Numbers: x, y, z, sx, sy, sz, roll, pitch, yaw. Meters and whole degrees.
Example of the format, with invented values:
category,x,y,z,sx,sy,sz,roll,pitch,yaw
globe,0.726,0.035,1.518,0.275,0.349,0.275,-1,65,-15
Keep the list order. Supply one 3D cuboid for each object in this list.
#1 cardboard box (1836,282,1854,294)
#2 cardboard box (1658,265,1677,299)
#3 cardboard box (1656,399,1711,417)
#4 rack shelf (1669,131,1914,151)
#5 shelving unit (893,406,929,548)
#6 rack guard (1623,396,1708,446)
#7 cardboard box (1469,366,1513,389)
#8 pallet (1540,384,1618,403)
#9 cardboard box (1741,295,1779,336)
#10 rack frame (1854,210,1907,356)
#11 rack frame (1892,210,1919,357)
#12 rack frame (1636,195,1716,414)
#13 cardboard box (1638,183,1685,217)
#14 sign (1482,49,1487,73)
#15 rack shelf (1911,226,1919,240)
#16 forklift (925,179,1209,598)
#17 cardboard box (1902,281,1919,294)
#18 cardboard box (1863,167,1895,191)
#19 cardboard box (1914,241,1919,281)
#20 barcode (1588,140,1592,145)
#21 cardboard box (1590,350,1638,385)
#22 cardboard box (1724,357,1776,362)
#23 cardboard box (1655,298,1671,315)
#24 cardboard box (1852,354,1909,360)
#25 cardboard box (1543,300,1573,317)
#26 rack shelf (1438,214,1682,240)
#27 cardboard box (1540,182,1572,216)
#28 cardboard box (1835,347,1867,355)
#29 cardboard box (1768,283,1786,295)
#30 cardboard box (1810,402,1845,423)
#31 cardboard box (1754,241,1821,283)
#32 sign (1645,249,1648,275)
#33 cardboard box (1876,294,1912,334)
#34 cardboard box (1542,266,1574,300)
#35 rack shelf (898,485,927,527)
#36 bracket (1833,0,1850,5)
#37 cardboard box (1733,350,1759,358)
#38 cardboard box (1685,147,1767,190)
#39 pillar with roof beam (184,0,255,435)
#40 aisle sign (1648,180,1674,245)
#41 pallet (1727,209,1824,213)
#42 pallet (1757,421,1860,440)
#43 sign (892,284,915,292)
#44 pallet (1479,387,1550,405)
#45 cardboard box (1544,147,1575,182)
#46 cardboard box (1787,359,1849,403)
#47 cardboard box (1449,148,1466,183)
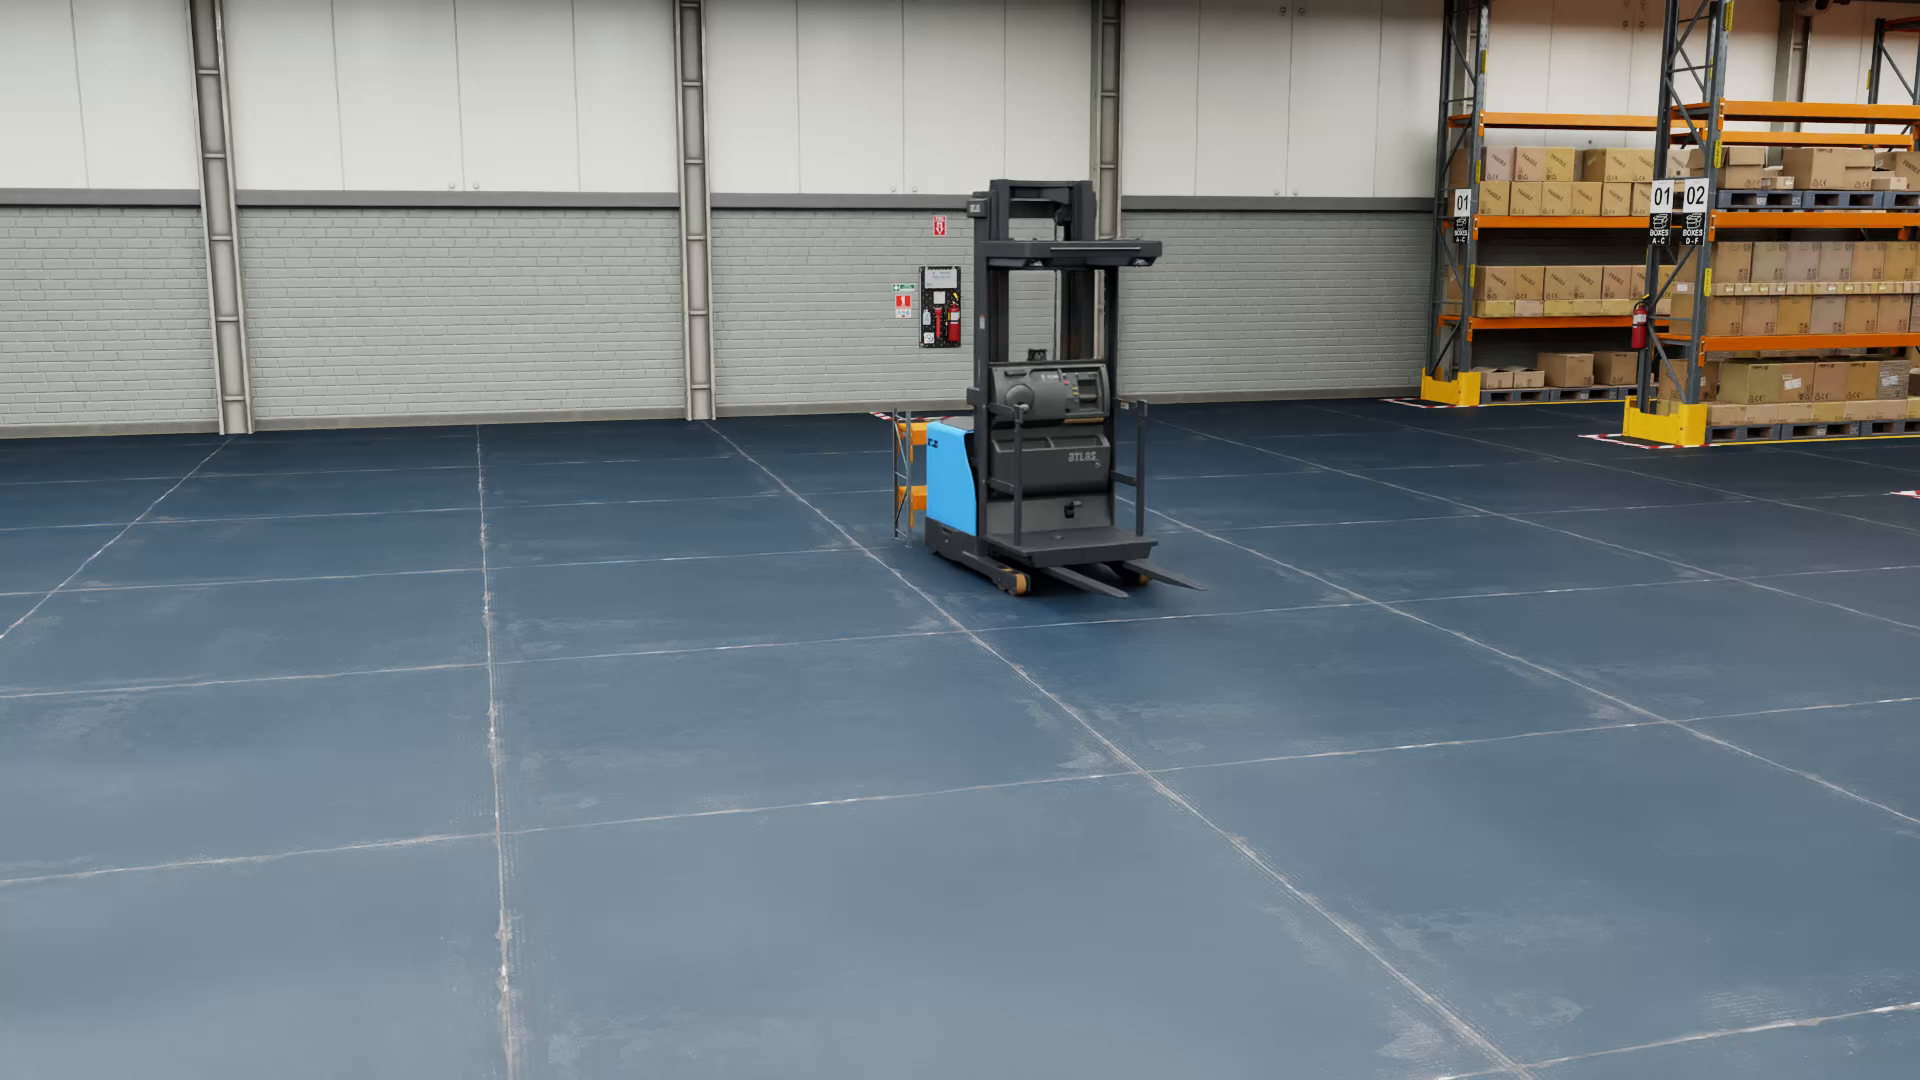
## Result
category,x,y,z,sx,sy,sz,roll,pitch,yaw
cardboard box,11.011,-3.177,20.949,0.250,0.149,0.380,-3,11,-14
cardboard box,10.930,-4.026,25.916,0.500,0.500,0.500,-3,11,-16
cardboard box,9.278,-1.668,21.255,0.500,0.250,0.500,-3,11,-16
rack shelf,13.218,-6.299,26.502,4.000,0.370,1.077,-3,11,-16
shelving unit,0.006,-0.554,13.947,1.048,1.125,0.538,-3,11,-16
rack guard,8.822,-1.504,20.838,0.348,0.500,1.175,-3,11,-16
cardboard box,8.147,-2.509,25.603,0.500,0.311,0.500,-4,11,-22
pallet,9.489,-2.324,26.090,1.213,0.211,1.003,-3,11,-16
cardboard box,9.800,-2.833,20.874,0.500,0.500,0.700,-3,11,-14
rack frame,15.138,-4.001,27.494,0.127,3.000,1.000,-3,11,-16
rack frame,12.686,-2.937,21.717,0.127,3.000,1.000,-3,11,-16
rack frame,8.845,-2.735,20.618,0.127,3.000,1.000,-3,11,-16
cardboard box,10.879,-5.264,25.739,0.500,0.500,0.500,-3,11,-14
sign,7.609,-6.950,24.147,0.005,0.325,0.100,-3,11,-16
rack shelf,14.606,-4.160,22.061,4.000,0.370,1.077,-3,11,-16
forklift,0.759,-1.127,12.071,1.130,2.935,3.031,-4,11,-23
cardboard box,11.996,-3.229,21.232,0.250,0.149,0.380,-3,11,-18
cardboard box,11.610,-4.637,21.365,0.500,0.311,0.500,-4,11,-19
cardboard box,12.262,-3.601,21.463,0.500,0.500,0.700,-3,11,-16
barcode,9.843,-6.212,25.974,0.075,0.075,0.001,-3,11,-16
cardboard box,10.312,-2.726,26.257,0.500,0.500,0.500,-4,11,-20
cardboard box,10.233,-2.090,21.478,0.500,0.500,0.500,-3,11,-16
cardboard box,10.928,-3.658,25.989,0.500,0.250,0.500,-3,11,-16
cardboard box,12.153,-2.191,22.029,0.500,0.500,0.500,-3,11,-16
cardboard box,9.000,-3.555,25.431,0.500,0.250,0.500,-3,11,-17
rack shelf,9.377,-4.819,25.638,4.000,0.370,1.077,-3,11,-16
cardboard box,8.871,-5.152,25.128,0.500,0.500,0.500,-2,11,-13
cardboard box,14.462,-2.942,27.433,0.500,0.500,0.700,-3,11,-15
cardboard box,10.018,-3.124,20.664,0.250,0.149,0.380,-3,11,-17
cardboard box,10.863,-1.653,21.177,0.500,0.250,0.500,-3,11,-16
cardboard box,10.335,-3.499,20.911,0.500,0.500,0.700,-3,11,-16
sign,8.707,-3.516,21.008,0.005,0.325,0.100,-3,11,-16
cardboard box,11.757,-2.935,21.429,0.500,0.500,0.700,-3,11,-17
cardboard box,8.975,-3.921,25.348,0.500,0.500,0.500,-3,11,-18
rack shelf,0.006,-0.313,13.991,1.000,0.278,0.538,-3,11,-16
bracket,14.146,-8.765,26.863,0.430,0.232,0.235,-3,11,-16
cardboard box,12.482,-2.860,26.988,0.500,0.500,0.700,-3,11,-17
cardboard box,9.398,-4.565,20.440,0.637,0.503,0.797,-2,11,-12
pillar with roof beam,-8.192,-5.073,16.747,0.400,9.000,9.100,-3,11,-16
aisle sign,8.700,-4.061,20.642,0.004,0.787,0.394,-3,11,-16
pallet,12.915,-5.247,26.497,1.003,0.211,1.213,-3,11,-16
pallet,10.737,-1.471,21.452,1.213,0.211,1.003,-3,11,-16
sign,-0.810,-3.626,23.898,0.331,0.109,0.001,-3,11,-16
pallet,8.320,-2.263,25.758,1.213,0.211,1.003,-3,11,-16
cardboard box,8.880,-5.644,25.040,0.500,0.500,0.500,-3,11,-14
cardboard box,10.863,-2.022,21.108,0.500,0.500,0.500,-3,11,-16
cardboard box,7.798,-5.689,25.287,0.500,0.500,0.500,-3,11,-13
